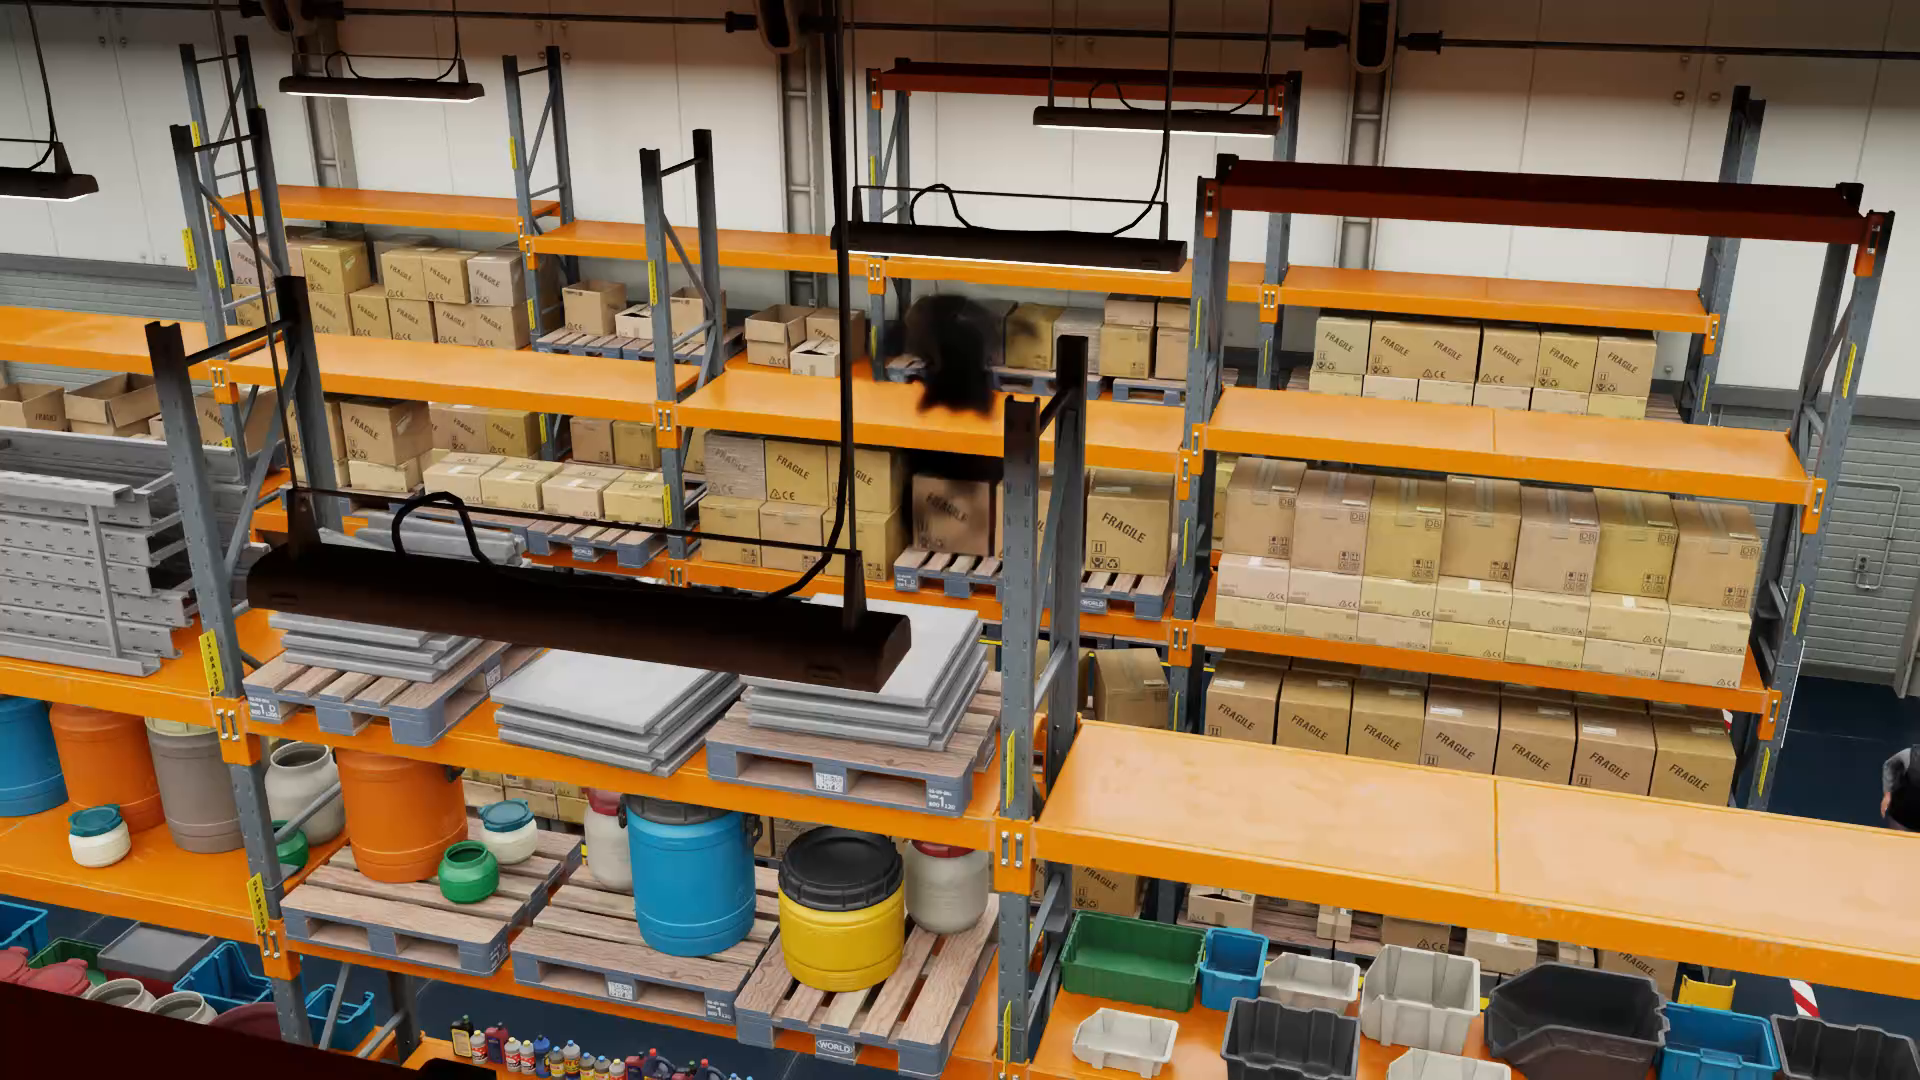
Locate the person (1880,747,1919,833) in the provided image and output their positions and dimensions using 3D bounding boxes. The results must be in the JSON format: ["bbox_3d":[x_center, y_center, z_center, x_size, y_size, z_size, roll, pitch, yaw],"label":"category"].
[{"bbox_3d":[7.594,2.224,13.152,0.644,1.703,0.908,10,25,23],"label":"person"}]

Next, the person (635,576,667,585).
[{"bbox_3d":[-3.086,0.824,16.799,0.782,1.642,0.622,-11,25,-25],"label":"person"}]
